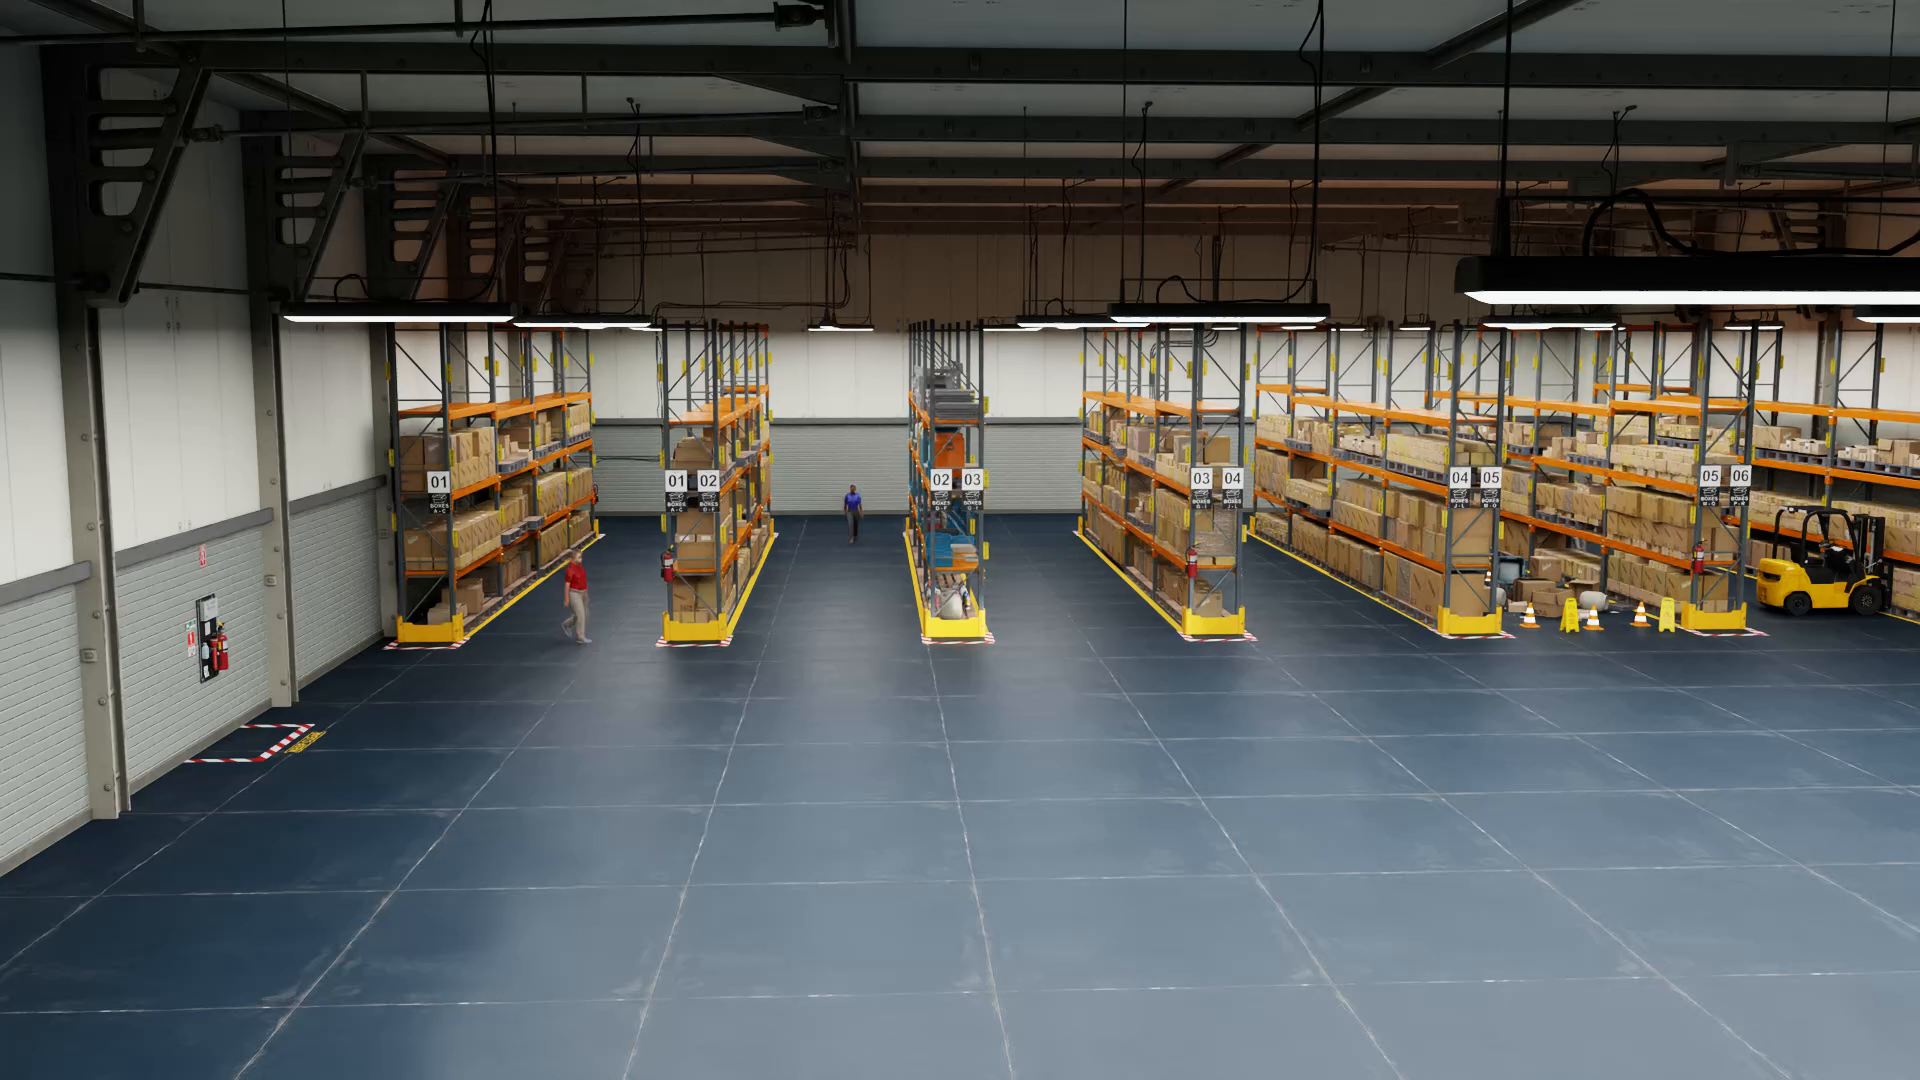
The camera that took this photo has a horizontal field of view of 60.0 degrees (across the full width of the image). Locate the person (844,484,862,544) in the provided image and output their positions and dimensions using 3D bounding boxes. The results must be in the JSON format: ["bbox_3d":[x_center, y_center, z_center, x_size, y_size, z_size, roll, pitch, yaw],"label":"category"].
[{"bbox_3d":[-2.937,-0.733,45.722,0.492,1.595,1.033,-1,7,-6],"label":"person"}]

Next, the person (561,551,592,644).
[{"bbox_3d":[-7.169,1.044,30.919,0.814,1.698,0.565,3,8,23],"label":"person"}]

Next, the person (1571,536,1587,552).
[{"bbox_3d":[16.245,-0.476,43.557,0.505,1.702,0.383,-4,8,-32],"label":"person"}]
